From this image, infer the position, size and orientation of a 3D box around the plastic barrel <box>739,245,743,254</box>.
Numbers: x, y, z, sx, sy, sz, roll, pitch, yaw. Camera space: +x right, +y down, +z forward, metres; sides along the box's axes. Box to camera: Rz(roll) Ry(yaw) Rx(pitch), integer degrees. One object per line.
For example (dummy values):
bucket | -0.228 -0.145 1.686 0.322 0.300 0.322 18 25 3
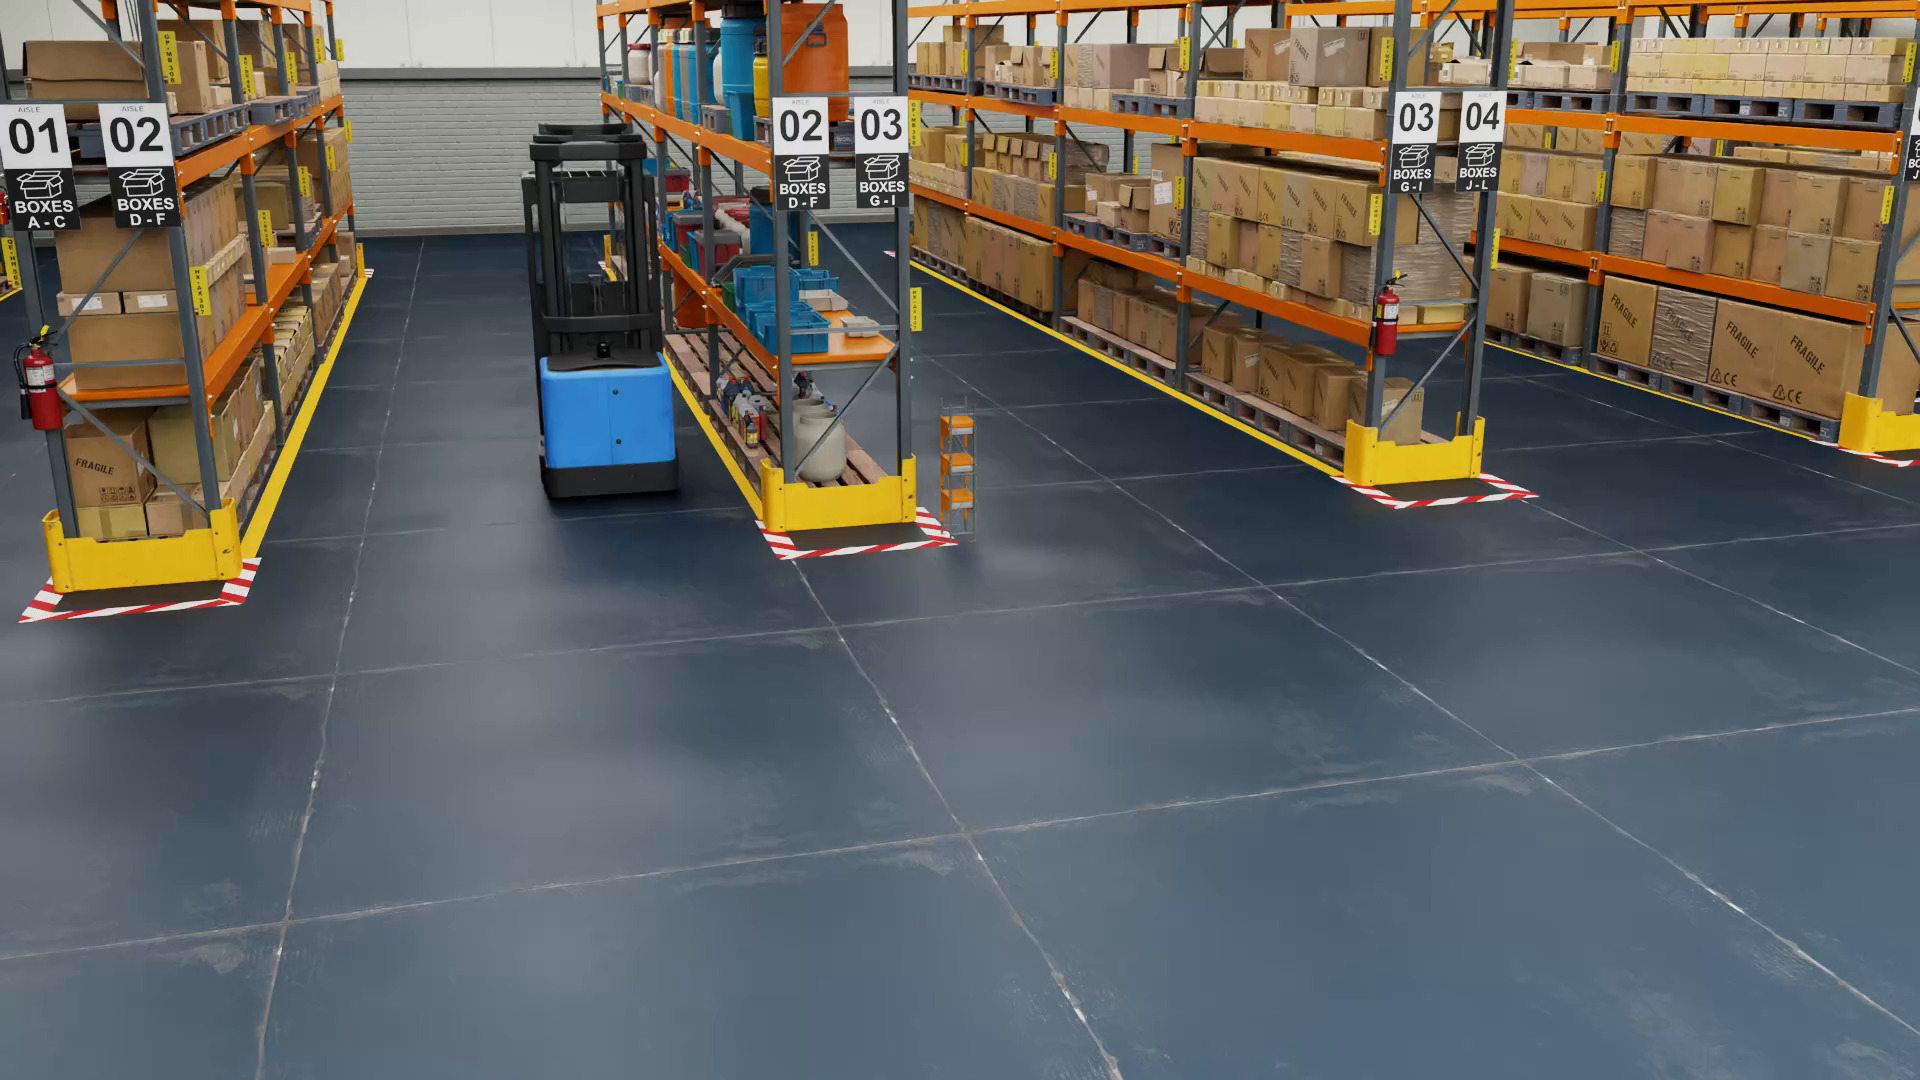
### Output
plastic barrel | -2.185 -2.984 17.414 0.301 0.262 0.301 0 17 0

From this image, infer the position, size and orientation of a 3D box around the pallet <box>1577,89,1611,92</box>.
pallet | 10.423 -7.156 26.178 0.805 0.209 1.217 -5 18 -17

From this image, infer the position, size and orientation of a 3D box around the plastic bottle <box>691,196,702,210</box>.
plastic bottle | -3.407 -4.279 21.570 0.144 0.351 0.185 -5 17 -15

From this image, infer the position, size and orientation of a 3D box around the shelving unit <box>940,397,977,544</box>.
shelving unit | -0.014 -0.518 12.350 0.215 1.050 0.252 -5 17 -15

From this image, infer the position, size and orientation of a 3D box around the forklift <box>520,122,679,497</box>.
forklift | -3.176 -2.128 14.443 1.130 2.935 3.031 -4 17 -14

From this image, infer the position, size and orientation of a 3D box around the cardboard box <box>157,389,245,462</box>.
cardboard box | -5.856 -0.860 12.848 0.500 0.500 0.500 -5 17 -15

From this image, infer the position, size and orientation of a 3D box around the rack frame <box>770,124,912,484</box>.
rack frame | -0.870 -1.566 12.451 1.000 3.000 0.127 -5 17 -15

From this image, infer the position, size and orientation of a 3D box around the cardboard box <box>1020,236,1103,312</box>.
cardboard box | 1.524 -3.546 22.008 1.225 0.875 0.875 -6 18 -18

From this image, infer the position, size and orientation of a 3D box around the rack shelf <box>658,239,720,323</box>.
rack shelf | -2.519 -2.881 18.080 1.077 0.370 4.000 -5 17 -15

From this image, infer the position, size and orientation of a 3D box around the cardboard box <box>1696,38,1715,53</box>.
cardboard box | 7.645 -4.966 16.703 0.380 0.149 0.250 -5 17 -15

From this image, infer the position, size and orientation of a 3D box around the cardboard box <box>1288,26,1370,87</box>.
cardboard box | 3.223 -4.233 14.555 0.500 0.500 0.500 -5 17 -15

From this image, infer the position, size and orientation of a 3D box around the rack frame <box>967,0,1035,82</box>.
rack frame | 0.595 -8.150 23.942 1.000 3.000 0.127 -5 17 -15

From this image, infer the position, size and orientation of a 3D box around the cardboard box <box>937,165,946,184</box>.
cardboard box | -0.064 -5.733 26.067 0.500 0.250 0.500 -4 17 -14

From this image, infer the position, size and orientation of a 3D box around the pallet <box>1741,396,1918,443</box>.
pallet | 8.394 -1.201 16.084 1.003 0.211 1.213 -5 17 -15

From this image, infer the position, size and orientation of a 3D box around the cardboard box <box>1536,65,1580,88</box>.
cardboard box | 7.039 -5.366 19.245 0.500 0.250 0.500 -5 17 -16

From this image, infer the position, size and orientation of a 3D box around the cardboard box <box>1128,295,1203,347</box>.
cardboard box | 2.378 -2.537 19.265 0.700 0.500 0.500 -6 18 -20

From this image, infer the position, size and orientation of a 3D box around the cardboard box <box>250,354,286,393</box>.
cardboard box | -6.607 -1.569 15.535 0.500 0.311 0.500 -5 17 -15

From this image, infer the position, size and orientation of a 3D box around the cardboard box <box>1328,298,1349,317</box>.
cardboard box | 3.429 -2.034 14.446 0.380 0.149 0.250 -5 17 -15

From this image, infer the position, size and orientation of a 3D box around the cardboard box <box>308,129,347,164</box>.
cardboard box | -9.504 -5.887 24.924 0.500 0.500 0.500 -4 17 -14

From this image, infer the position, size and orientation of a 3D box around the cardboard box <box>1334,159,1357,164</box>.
cardboard box | 5.562 -5.357 23.746 0.380 0.149 0.250 -4 17 -13

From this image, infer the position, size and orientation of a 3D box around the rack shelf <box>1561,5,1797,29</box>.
rack shelf | 10.673 -7.844 24.870 1.077 0.370 4.000 -5 17 -15

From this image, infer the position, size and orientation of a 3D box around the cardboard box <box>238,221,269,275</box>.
cardboard box | -7.355 -2.973 16.963 0.500 0.500 0.500 -6 18 -18

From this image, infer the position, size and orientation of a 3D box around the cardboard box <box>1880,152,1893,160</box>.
cardboard box | 11.776 -4.849 20.832 0.380 0.149 0.250 -5 17 -17

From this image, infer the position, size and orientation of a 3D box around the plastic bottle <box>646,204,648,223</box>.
plastic bottle | -3.995 -4.285 21.588 0.144 0.351 0.185 -5 17 -15

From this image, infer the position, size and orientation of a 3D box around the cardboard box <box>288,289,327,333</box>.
cardboard box | -7.831 -2.695 19.789 0.500 0.500 0.500 -5 18 -17

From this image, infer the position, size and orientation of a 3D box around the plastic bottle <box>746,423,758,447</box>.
plastic bottle | -1.796 -0.910 14.366 0.097 0.201 0.097 0 17 0

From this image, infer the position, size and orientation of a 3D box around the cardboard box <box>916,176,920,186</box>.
cardboard box | -0.509 -5.925 27.399 0.380 0.149 0.250 -5 17 -16

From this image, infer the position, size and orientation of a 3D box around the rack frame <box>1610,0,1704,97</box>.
rack frame | 7.590 -6.301 17.788 1.000 3.000 0.127 -5 17 -15

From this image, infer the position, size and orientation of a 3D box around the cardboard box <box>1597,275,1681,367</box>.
cardboard box | 7.696 -2.432 18.298 0.875 0.875 0.875 -4 17 -14

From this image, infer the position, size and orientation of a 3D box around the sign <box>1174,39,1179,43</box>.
sign | 3.771 -8.560 29.001 0.100 0.325 0.005 -5 17 -15

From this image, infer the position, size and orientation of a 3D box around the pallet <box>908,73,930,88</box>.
pallet | -0.291 -7.573 27.389 1.003 0.211 1.213 -5 17 -15

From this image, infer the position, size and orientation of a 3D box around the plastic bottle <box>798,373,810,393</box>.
plastic bottle | -1.462 -1.406 15.759 0.144 0.351 0.185 -6 18 -18

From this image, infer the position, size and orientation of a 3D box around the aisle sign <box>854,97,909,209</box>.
aisle sign | -0.568 -2.814 12.088 0.394 0.787 0.004 -5 17 -15

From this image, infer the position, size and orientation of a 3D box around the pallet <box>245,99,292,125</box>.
pallet | -7.249 -4.245 16.483 1.003 0.211 1.213 -4 17 -13

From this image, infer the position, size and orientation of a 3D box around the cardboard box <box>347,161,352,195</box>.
cardboard box | -9.646 -5.547 25.529 0.500 0.500 0.500 -4 17 -14

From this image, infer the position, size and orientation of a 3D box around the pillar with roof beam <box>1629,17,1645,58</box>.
pillar with roof beam | 9.782 -10.910 33.131 9.100 9.000 0.400 -5 17 -15

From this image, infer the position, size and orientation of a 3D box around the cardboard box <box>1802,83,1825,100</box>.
cardboard box | 8.064 -4.163 15.416 0.380 0.149 0.250 -5 17 -15

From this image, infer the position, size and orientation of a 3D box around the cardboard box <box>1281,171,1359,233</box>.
cardboard box | 3.226 -3.036 14.915 0.500 0.500 0.500 -5 17 -15

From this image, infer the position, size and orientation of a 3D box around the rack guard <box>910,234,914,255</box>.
rack guard | -0.511 -5.193 28.870 1.175 0.500 0.348 -5 17 -15

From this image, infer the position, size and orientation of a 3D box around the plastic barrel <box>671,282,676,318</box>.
plastic barrel | -3.460 -3.072 21.058 0.421 0.512 0.421 0 17 0

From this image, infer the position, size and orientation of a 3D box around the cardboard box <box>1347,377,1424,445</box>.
cardboard box | 3.737 -1.136 14.633 0.500 0.500 0.500 -1 17 -5

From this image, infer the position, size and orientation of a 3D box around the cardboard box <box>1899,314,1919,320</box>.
cardboard box | 12.175 -2.935 20.846 0.950 0.372 0.625 -4 17 -15

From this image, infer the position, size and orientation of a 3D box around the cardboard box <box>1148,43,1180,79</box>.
cardboard box | 2.338 -5.503 19.301 0.500 0.500 0.500 -4 17 -14

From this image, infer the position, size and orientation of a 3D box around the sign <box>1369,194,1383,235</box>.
sign | 3.353 -2.625 13.415 0.100 0.325 0.005 -5 17 -15

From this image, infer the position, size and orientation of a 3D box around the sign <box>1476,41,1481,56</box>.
sign | 9.550 -9.029 30.679 0.100 0.325 0.005 -5 17 -15

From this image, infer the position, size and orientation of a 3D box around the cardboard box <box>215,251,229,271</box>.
cardboard box | -6.104 -2.231 13.363 0.380 0.149 0.250 -4 17 -14

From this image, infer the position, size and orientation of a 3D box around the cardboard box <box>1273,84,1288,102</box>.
cardboard box | 3.085 -4.079 15.171 0.380 0.149 0.250 -4 17 -14

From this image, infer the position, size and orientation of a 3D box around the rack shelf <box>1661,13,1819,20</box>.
rack shelf | 14.345 -9.534 29.806 1.077 0.370 4.000 -5 17 -15

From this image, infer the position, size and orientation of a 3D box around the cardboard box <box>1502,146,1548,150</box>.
cardboard box | 6.888 -4.655 20.823 0.700 0.500 0.500 -5 17 -16

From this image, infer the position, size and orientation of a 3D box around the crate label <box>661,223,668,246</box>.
crate label | -3.313 -3.552 19.356 0.303 0.233 0.416 -5 17 -15

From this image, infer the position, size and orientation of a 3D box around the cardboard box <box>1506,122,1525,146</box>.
cardboard box | 9.596 -6.837 28.086 0.500 0.500 0.500 -5 17 -16

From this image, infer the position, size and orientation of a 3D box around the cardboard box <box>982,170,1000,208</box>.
cardboard box | 0.620 -5.039 23.839 0.500 0.500 0.500 -5 17 -15

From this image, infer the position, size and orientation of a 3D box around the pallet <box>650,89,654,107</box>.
pallet | -3.184 -5.344 20.144 1.003 0.211 1.213 -5 17 -15

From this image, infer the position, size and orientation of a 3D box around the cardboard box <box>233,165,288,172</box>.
cardboard box | -9.016 -4.595 21.631 0.700 0.500 0.500 -12 20 -34

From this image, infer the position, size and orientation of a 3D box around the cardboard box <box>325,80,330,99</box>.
cardboard box | -9.096 -6.291 23.226 0.500 0.250 0.500 -5 17 -15

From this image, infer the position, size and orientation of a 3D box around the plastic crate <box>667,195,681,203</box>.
plastic crate | -4.158 -4.928 23.997 0.396 0.136 0.243 -5 17 -15

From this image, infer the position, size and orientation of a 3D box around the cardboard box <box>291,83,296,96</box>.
cardboard box | -8.267 -5.276 19.413 0.910 0.500 0.500 -5 17 -15
